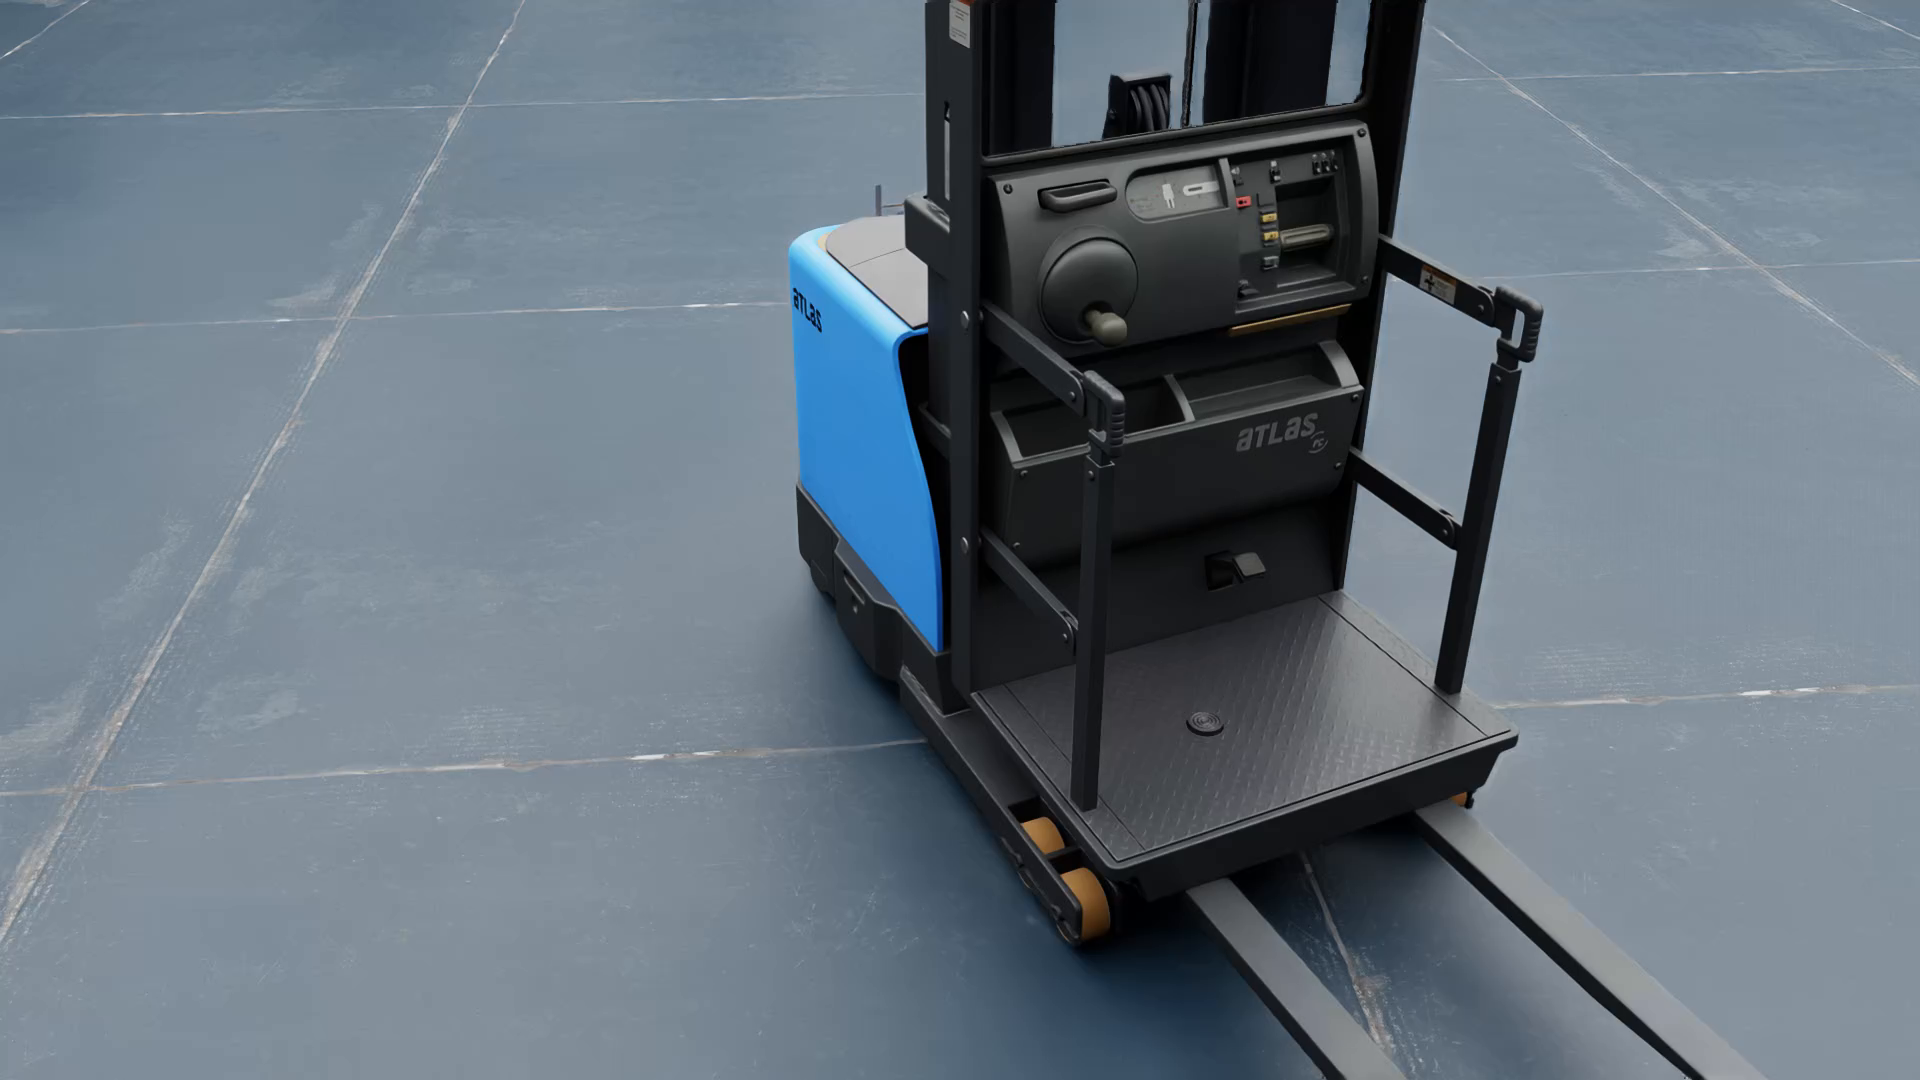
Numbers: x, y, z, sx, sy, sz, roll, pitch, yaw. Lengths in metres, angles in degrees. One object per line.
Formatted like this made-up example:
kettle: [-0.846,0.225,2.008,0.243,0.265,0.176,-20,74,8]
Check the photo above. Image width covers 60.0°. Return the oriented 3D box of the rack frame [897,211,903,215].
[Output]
rack frame: [-0.086,-0.510,5.080,0.200,1.050,0.008,-9,32,-15]

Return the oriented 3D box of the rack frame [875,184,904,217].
rack frame: [-0.158,-0.629,5.280,0.200,1.050,0.008,-9,32,-15]

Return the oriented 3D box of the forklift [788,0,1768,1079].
forklift: [0.599,-0.611,3.415,1.130,2.935,3.031,-14,33,-22]

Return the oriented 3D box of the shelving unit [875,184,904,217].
shelving unit: [-0.122,-0.569,5.180,0.215,1.050,0.252,-9,32,-15]
